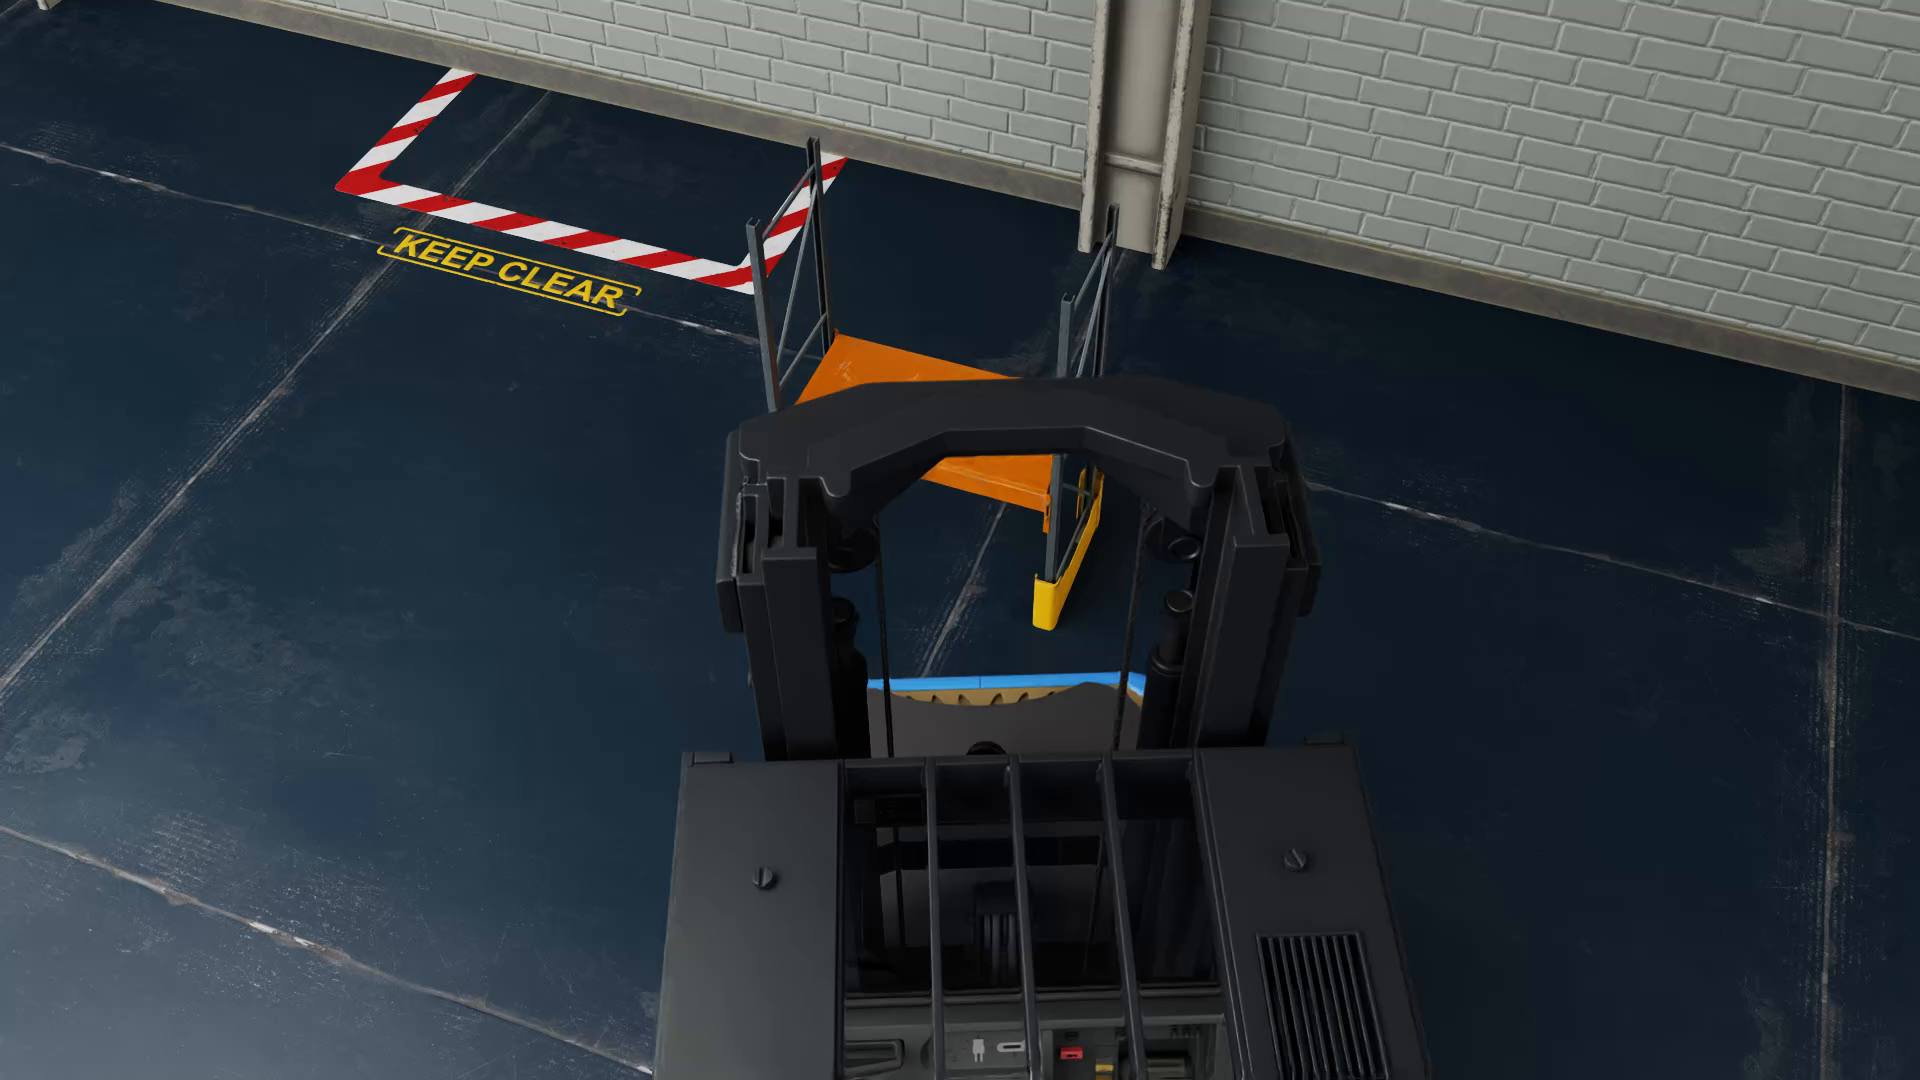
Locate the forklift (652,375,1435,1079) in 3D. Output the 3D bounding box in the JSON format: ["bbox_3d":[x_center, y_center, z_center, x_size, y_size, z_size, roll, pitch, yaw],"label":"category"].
[{"bbox_3d":[0.107,1.228,3.246,1.130,2.935,3.031,-2,49,-1],"label":"forklift"}]

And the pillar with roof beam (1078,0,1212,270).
[{"bbox_3d":[-0.732,-1.236,1.366,0.400,9.000,9.100,16,51,13],"label":"pillar with roof beam"}]

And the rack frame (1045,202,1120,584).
[{"bbox_3d":[0.397,-0.380,5.587,0.032,1.500,0.500,16,51,13],"label":"rack frame"}]

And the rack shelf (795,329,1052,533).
[{"bbox_3d":[-0.080,-0.396,5.839,1.000,0.185,0.538,16,51,13],"label":"rack shelf"}]

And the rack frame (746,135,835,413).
[{"bbox_3d":[-0.557,-0.647,5.818,0.032,1.500,0.500,16,51,13],"label":"rack frame"}]

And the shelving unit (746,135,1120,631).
[{"bbox_3d":[-0.072,-0.511,5.701,1.083,1.500,0.587,16,51,13],"label":"shelving unit"}]

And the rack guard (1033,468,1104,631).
[{"bbox_3d":[0.396,0.029,6.060,0.087,0.250,0.587,16,51,13],"label":"rack guard"}]
